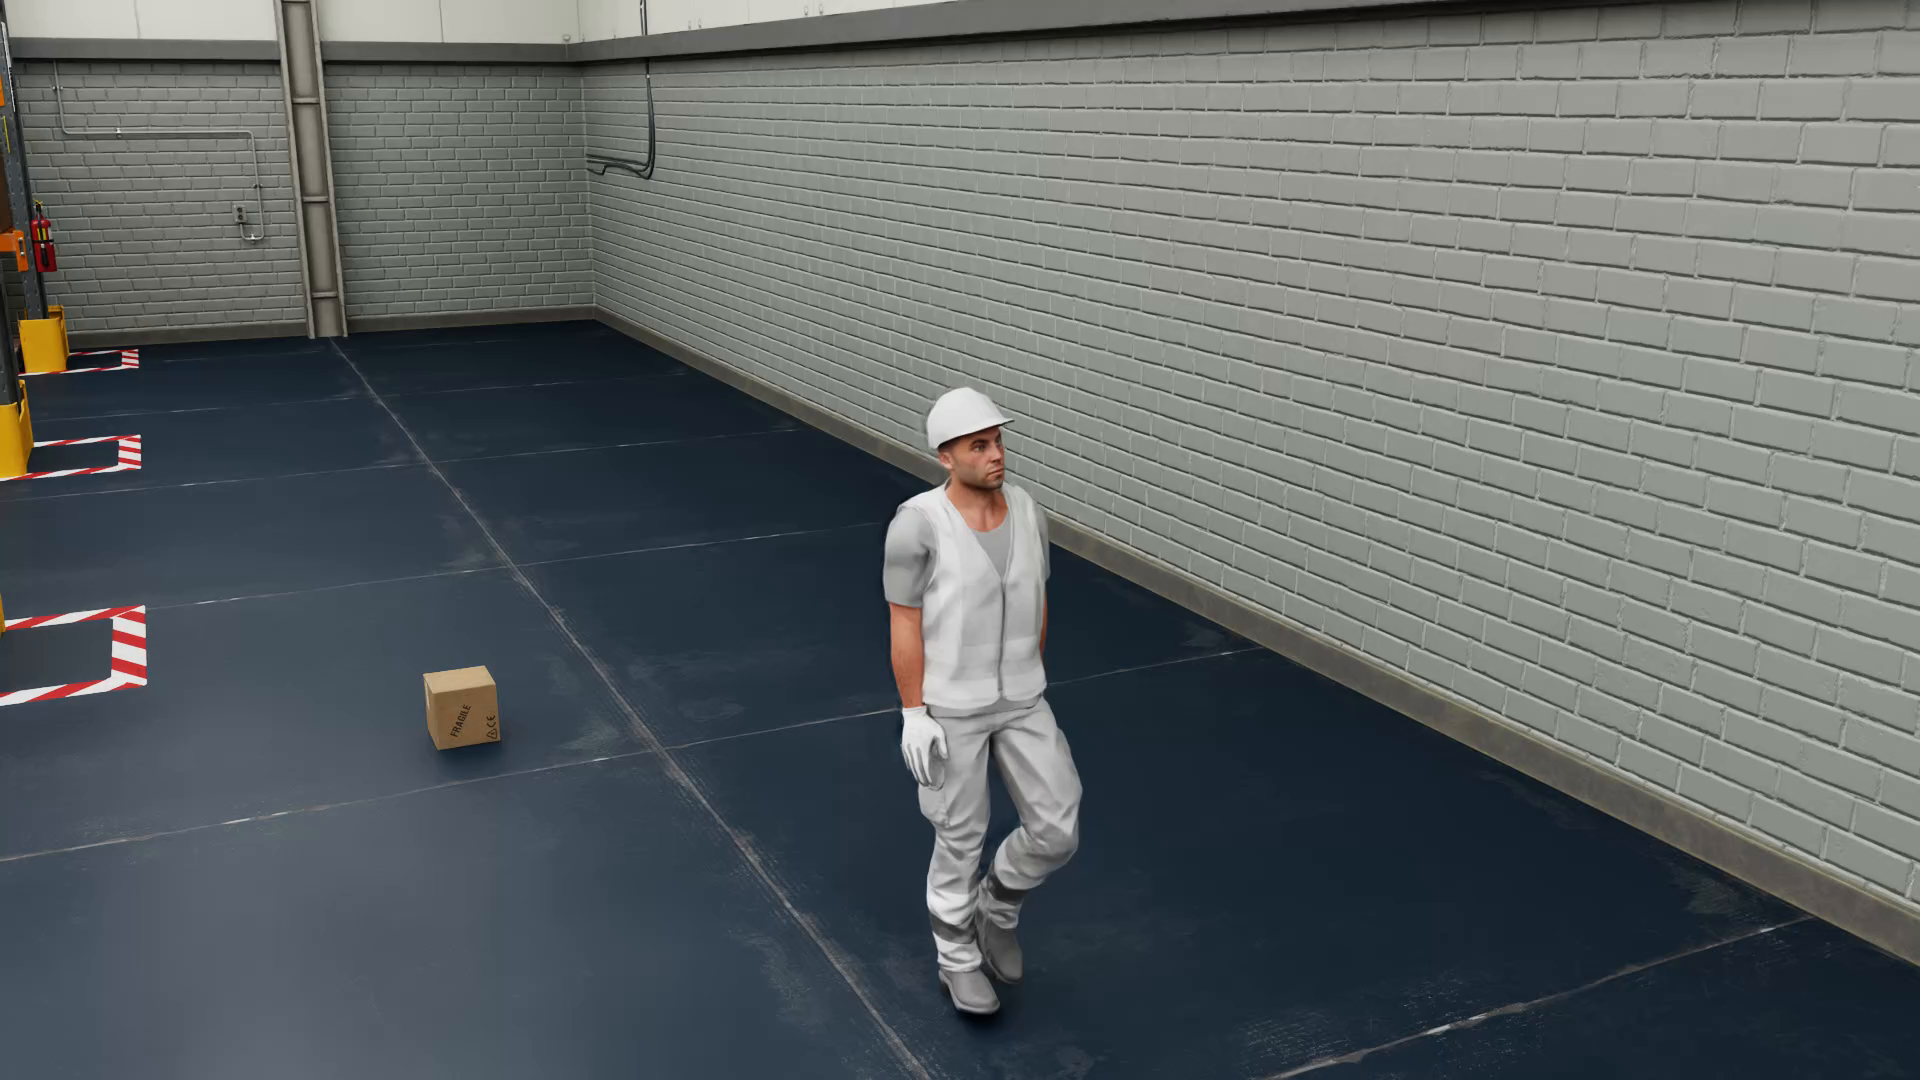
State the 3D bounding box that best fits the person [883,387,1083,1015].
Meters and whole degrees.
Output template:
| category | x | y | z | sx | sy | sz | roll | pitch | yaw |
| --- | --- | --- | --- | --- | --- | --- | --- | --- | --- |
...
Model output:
| category | x | y | z | sx | sy | sz | roll | pitch | yaw |
| --- | --- | --- | --- | --- | --- | --- | --- | --- | --- |
| person | 0.065 | 0.473 | 4.629 | 0.533 | 1.795 | 0.448 | -8 | 17 | -27 |
